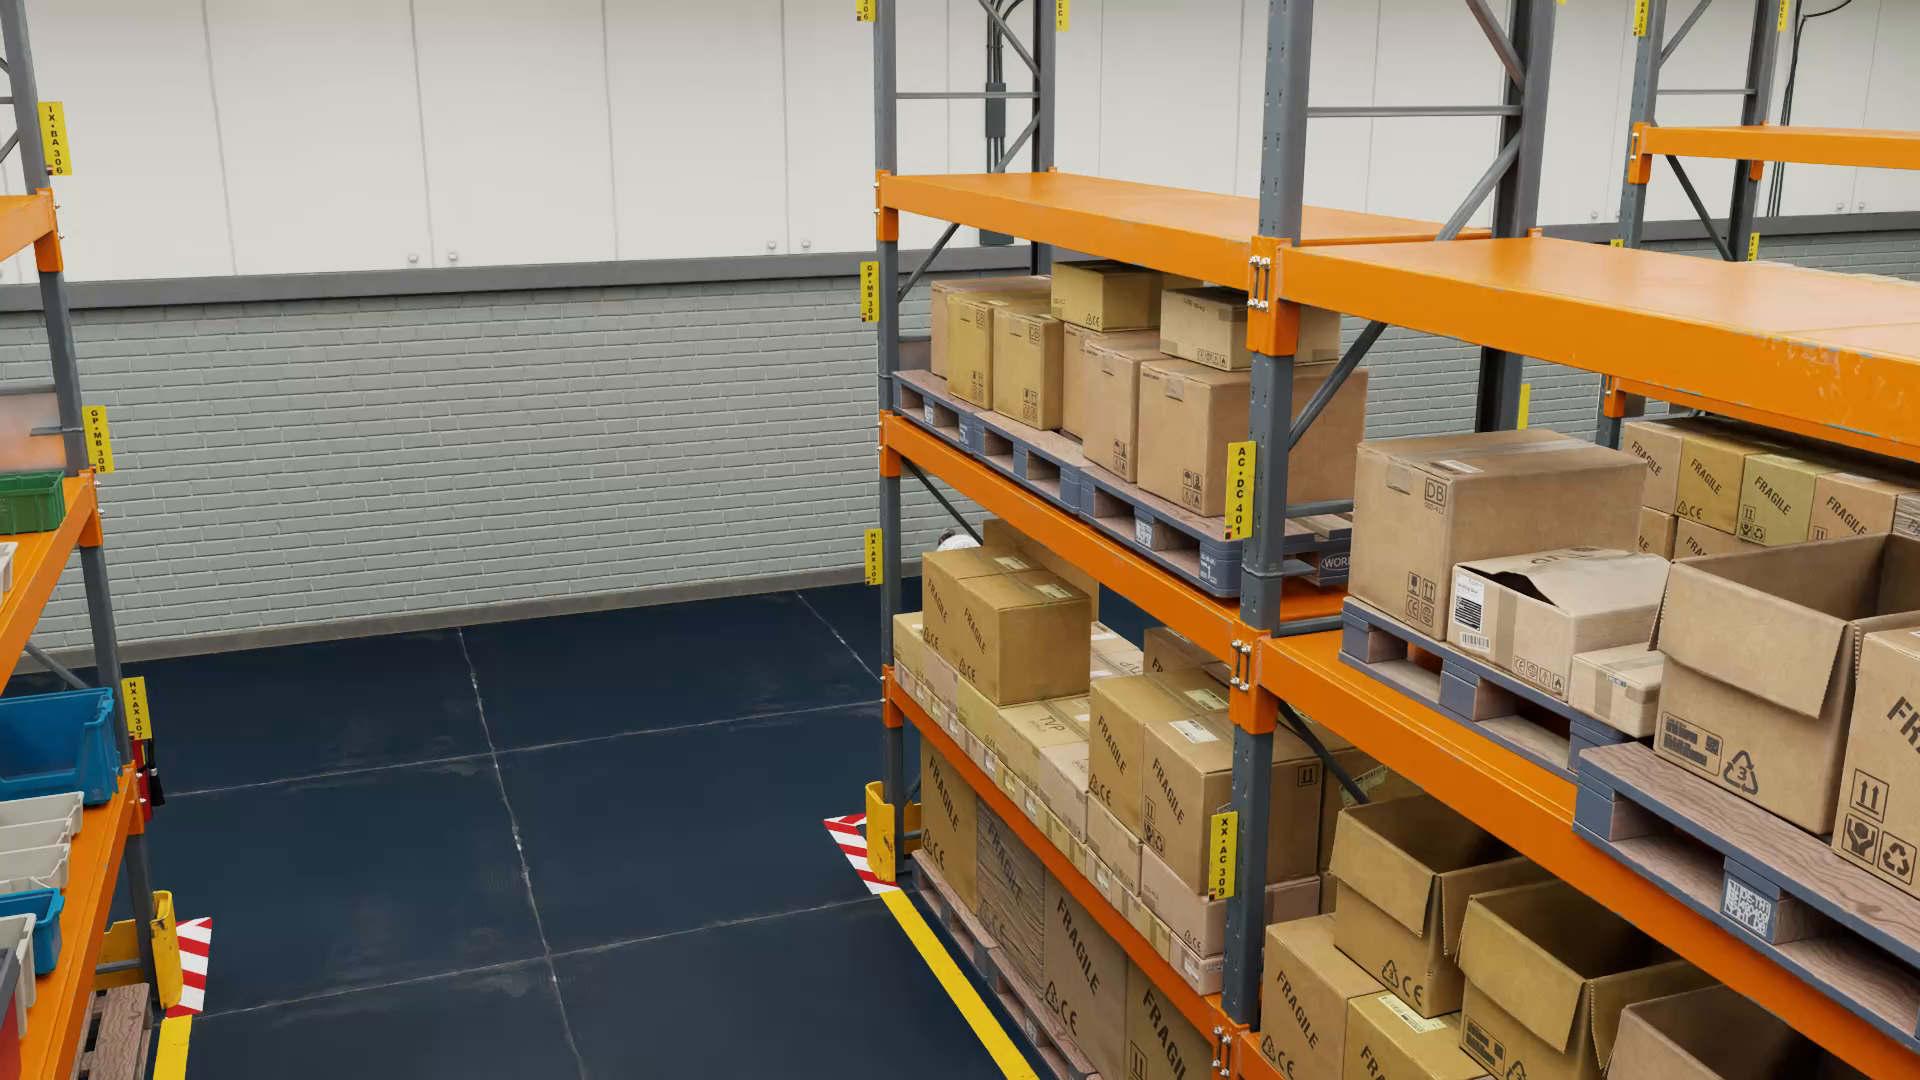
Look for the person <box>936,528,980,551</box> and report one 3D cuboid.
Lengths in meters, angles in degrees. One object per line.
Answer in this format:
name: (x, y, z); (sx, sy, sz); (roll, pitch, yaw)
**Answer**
person: (0.066, 0.354, 14.601); (0.500, 0.803, 0.907); (-6, 17, -21)
